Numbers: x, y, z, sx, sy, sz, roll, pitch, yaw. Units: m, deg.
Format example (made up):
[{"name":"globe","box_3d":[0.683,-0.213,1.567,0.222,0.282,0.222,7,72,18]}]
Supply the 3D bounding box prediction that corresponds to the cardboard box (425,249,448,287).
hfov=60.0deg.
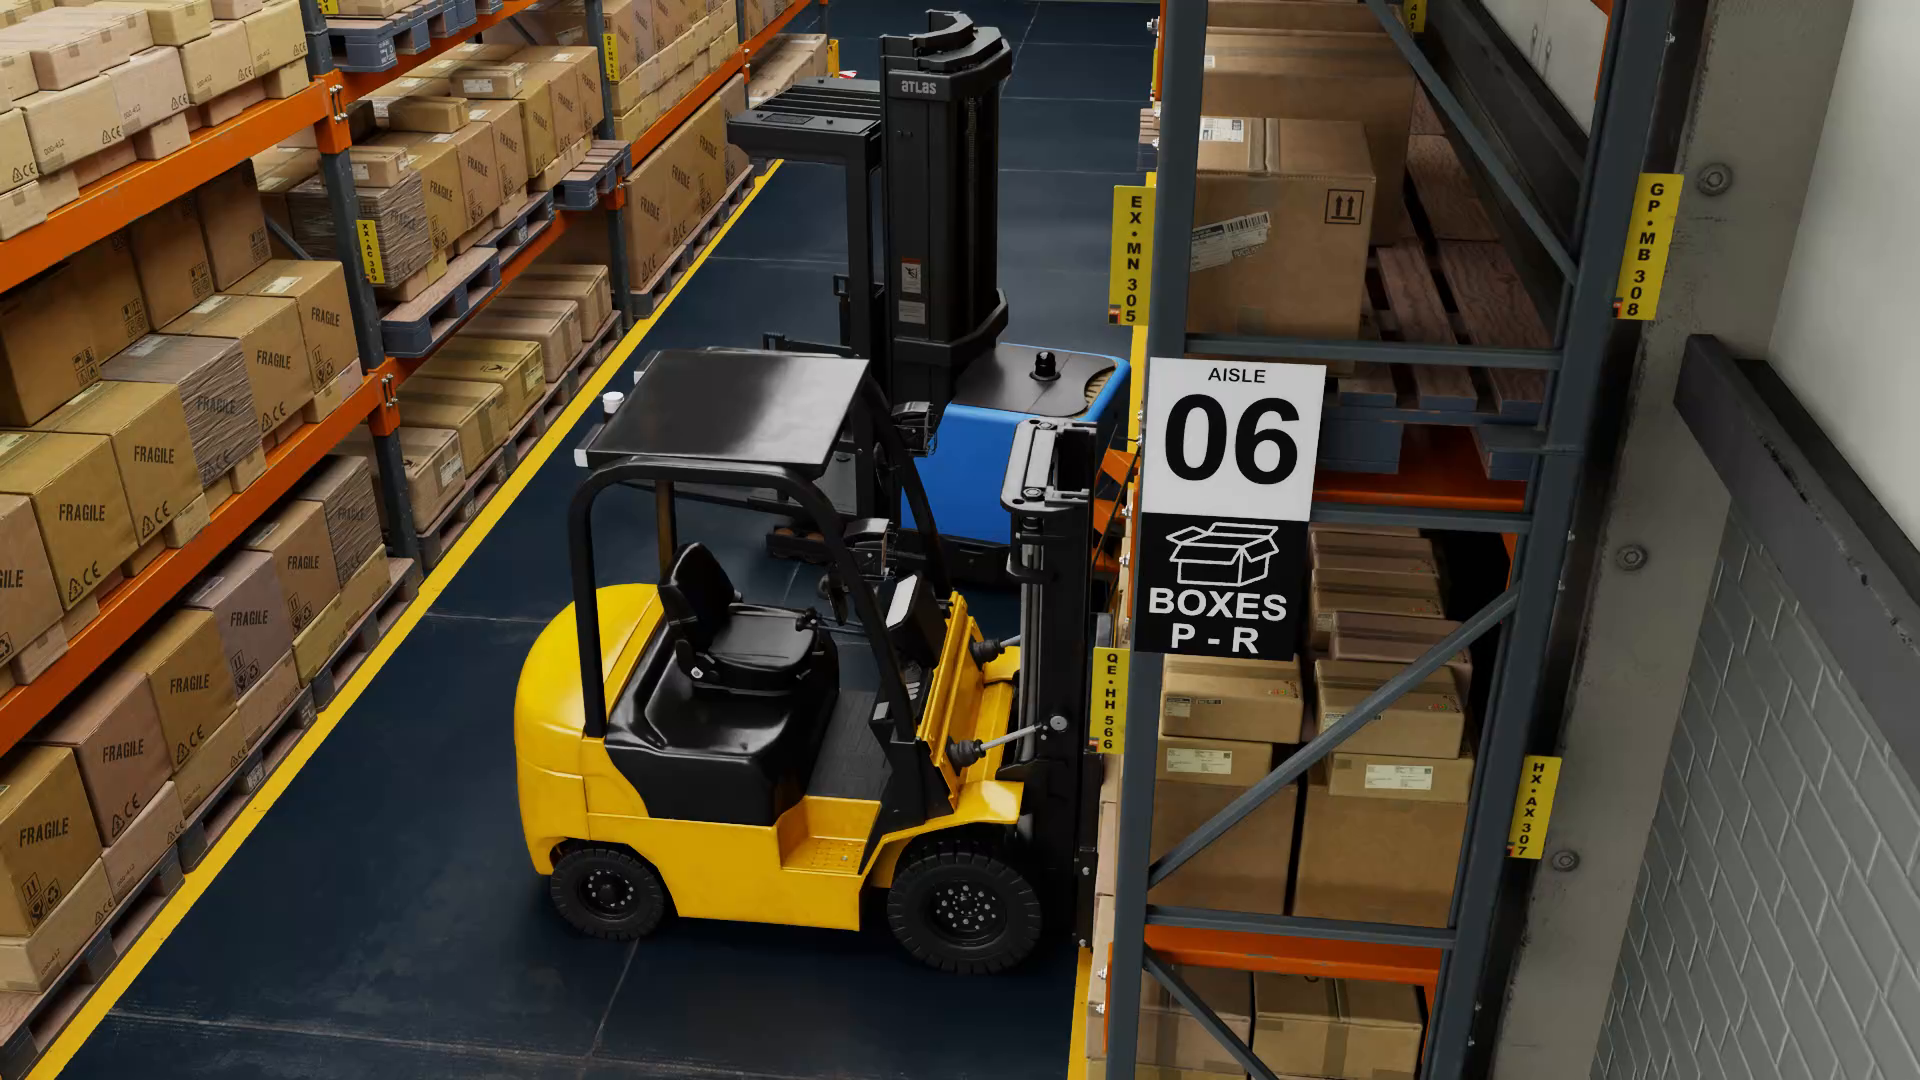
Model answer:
[{"name":"cardboard box","box_3d":[-3.087,-1.529,9.248,0.380,0.149,0.250,4,29,7]}]

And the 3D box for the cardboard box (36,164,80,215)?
[{"name":"cardboard box","box_3d":[-3.489,-1.295,6.094,0.380,0.149,0.250,3,28,5]}]

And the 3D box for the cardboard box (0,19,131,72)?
[{"name":"cardboard box","box_3d":[-3.422,-1.880,6.339,0.380,0.149,0.250,4,29,7]}]

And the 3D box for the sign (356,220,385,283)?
[{"name":"sign","box_3d":[-2.968,-1.449,8.364,0.100,0.325,0.005,3,28,6]}]

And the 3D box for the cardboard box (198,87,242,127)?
[{"name":"cardboard box","box_3d":[-3.369,-1.904,7.224,0.380,0.149,0.250,4,29,7]}]

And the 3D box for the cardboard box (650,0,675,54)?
[{"name":"cardboard box","box_3d":[-2.585,-4.158,13.145,0.500,0.500,0.500,4,29,8]}]

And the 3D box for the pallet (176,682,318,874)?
[{"name":"pallet","box_3d":[-3.702,1.026,7.623,1.003,0.211,1.213,3,28,6]}]

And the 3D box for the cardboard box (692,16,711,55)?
[{"name":"cardboard box","box_3d":[-2.452,-4.314,14.226,0.500,0.250,0.500,4,29,7]}]

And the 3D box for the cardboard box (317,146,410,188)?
[{"name":"cardboard box","box_3d":[-3.099,-1.942,8.647,0.380,0.149,0.250,3,28,6]}]

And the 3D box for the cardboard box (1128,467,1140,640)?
[{"name":"cardboard box","box_3d":[0.915,0.061,6.369,0.500,0.500,0.500,4,29,7]}]

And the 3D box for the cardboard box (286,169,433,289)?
[{"name":"cardboard box","box_3d":[-3.166,-1.660,8.806,0.500,0.500,0.500,4,29,7]}]

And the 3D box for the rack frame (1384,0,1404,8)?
[{"name":"rack frame","box_3d":[1.419,-3.450,6.666,1.000,3.000,0.127,3,28,6]}]

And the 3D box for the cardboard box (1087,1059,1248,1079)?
[{"name":"cardboard box","box_3d":[0.678,1.632,5.487,0.500,0.250,0.500,3,28,6]}]

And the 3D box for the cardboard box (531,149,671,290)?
[{"name":"cardboard box","box_3d":[-2.851,-2.548,13.115,0.875,0.875,0.875,3,28,6]}]

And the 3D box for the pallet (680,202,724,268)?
[{"name":"pallet","box_3d":[-2.694,-2.690,14.521,1.003,0.211,1.213,3,28,6]}]

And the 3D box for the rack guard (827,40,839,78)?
[{"name":"rack guard","box_3d":[-2.034,-5.655,19.720,1.175,0.500,0.348,3,28,6]}]

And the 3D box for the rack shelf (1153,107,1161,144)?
[{"name":"rack shelf","box_3d":[1.664,-2.754,9.296,1.077,0.370,4.000,3,28,6]}]

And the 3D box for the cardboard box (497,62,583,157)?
[{"name":"cardboard box","box_3d":[-2.850,-2.864,11.042,0.500,0.500,0.500,3,28,5]}]

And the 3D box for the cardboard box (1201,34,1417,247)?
[{"name":"cardboard box","box_3d":[0.966,-1.219,5.033,0.700,0.500,0.500,4,29,7]}]

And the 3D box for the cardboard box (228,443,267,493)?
[{"name":"cardboard box","box_3d":[-3.366,-0.338,7.479,0.380,0.149,0.250,3,28,5]}]

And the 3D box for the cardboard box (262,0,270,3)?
[{"name":"cardboard box","box_3d":[-3.330,-2.495,7.480,0.380,0.149,0.250,4,29,7]}]

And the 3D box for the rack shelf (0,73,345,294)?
[{"name":"rack shelf","box_3d":[-3.753,-1.158,6.333,1.077,0.370,4.000,3,28,6]}]

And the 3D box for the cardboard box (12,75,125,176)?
[{"name":"cardboard box","box_3d":[-3.479,-1.541,6.129,0.500,0.250,0.500,4,29,7]}]

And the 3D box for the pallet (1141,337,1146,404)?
[{"name":"pallet","box_3d":[1.770,-1.079,11.531,1.003,0.211,1.213,3,28,6]}]

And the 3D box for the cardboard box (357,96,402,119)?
[{"name":"cardboard box","box_3d":[-3.487,-2.409,10.197,0.500,0.500,0.500,2,28,4]}]

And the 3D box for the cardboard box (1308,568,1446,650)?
[{"name":"cardboard box","box_3d":[1.266,0.221,5.074,0.380,0.149,0.250,4,29,7]}]

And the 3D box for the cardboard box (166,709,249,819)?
[{"name":"cardboard box","box_3d":[-3.500,0.952,7.277,0.500,0.250,0.500,5,29,10]}]

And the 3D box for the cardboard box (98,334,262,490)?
[{"name":"cardboard box","box_3d":[-3.431,-0.560,7.208,0.500,0.500,0.500,4,29,8]}]

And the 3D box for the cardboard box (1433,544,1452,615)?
[{"name":"cardboard box","box_3d":[1.426,0.125,5.566,0.380,0.149,0.250,4,29,7]}]

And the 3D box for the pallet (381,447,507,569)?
[{"name":"pallet","box_3d":[-3.414,-0.235,9.963,1.003,0.211,1.213,3,28,6]}]

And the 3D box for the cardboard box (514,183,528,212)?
[{"name":"cardboard box","box_3d":[-2.936,-2.151,10.402,0.380,0.149,0.250,2,28,5]}]

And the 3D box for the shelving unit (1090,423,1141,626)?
[{"name":"shelving unit","box_3d":[0.782,-0.071,8.758,0.215,1.050,0.252,9,22,-30]}]

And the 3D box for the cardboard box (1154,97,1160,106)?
[{"name":"cardboard box","box_3d":[1.717,-3.326,12.477,0.500,0.250,0.500,2,28,4]}]

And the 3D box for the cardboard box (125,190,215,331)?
[{"name":"cardboard box","box_3d":[-3.861,-1.277,7.485,0.700,0.500,0.500,4,29,6]}]

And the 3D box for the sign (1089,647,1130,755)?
[{"name":"sign","box_3d":[0.392,0.422,4.334,0.100,0.325,0.005,3,28,6]}]

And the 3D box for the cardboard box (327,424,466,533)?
[{"name":"cardboard box","box_3d":[-3.446,-0.371,9.604,0.950,0.372,0.625,4,29,7]}]

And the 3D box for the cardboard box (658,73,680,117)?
[{"name":"cardboard box","box_3d":[-2.593,-3.618,13.461,0.500,0.250,0.500,4,29,8]}]

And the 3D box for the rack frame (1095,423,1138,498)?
[{"name":"rack frame","box_3d":[0.733,-0.125,8.856,0.200,1.050,0.008,9,22,-30]}]

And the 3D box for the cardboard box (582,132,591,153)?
[{"name":"cardboard box","box_3d":[-2.785,-2.755,11.523,0.380,0.149,0.250,4,29,7]}]

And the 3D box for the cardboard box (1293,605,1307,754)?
[{"name":"cardboard box","box_3d":[1.307,0.566,5.431,0.500,0.500,0.500,4,29,8]}]

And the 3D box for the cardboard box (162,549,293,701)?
[{"name":"cardboard box","box_3d":[-3.436,0.373,7.560,0.500,0.500,0.500,5,29,9]}]

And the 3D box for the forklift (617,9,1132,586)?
[{"name":"forklift","box_3d":[-0.592,-1.385,9.231,3.031,2.935,1.130,9,30,16]}]

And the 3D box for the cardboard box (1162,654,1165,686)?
[{"name":"cardboard box","box_3d":[0.763,0.314,4.901,0.380,0.149,0.250,3,28,6]}]

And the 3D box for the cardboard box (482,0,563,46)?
[{"name":"cardboard box","box_3d":[-3.214,-3.721,12.336,0.500,0.500,0.500,3,28,5]}]

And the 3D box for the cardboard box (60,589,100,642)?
[{"name":"cardboard box","box_3d":[-3.546,0.269,6.352,0.380,0.149,0.250,4,29,8]}]

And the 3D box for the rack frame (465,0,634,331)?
[{"name":"rack frame","box_3d":[-3.018,-2.979,12.116,1.000,3.000,0.127,3,28,6]}]

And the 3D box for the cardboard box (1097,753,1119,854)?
[{"name":"cardboard box","box_3d":[0.784,0.945,6.234,0.500,0.250,0.500,4,29,7]}]

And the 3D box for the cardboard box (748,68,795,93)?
[{"name":"cardboard box","box_3d":[-2.235,-4.629,17.439,0.875,0.438,0.875,3,28,5]}]

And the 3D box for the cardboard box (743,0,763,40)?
[{"name":"cardboard box","box_3d":[-2.210,-5.111,15.969,0.500,0.500,0.500,4,29,8]}]
